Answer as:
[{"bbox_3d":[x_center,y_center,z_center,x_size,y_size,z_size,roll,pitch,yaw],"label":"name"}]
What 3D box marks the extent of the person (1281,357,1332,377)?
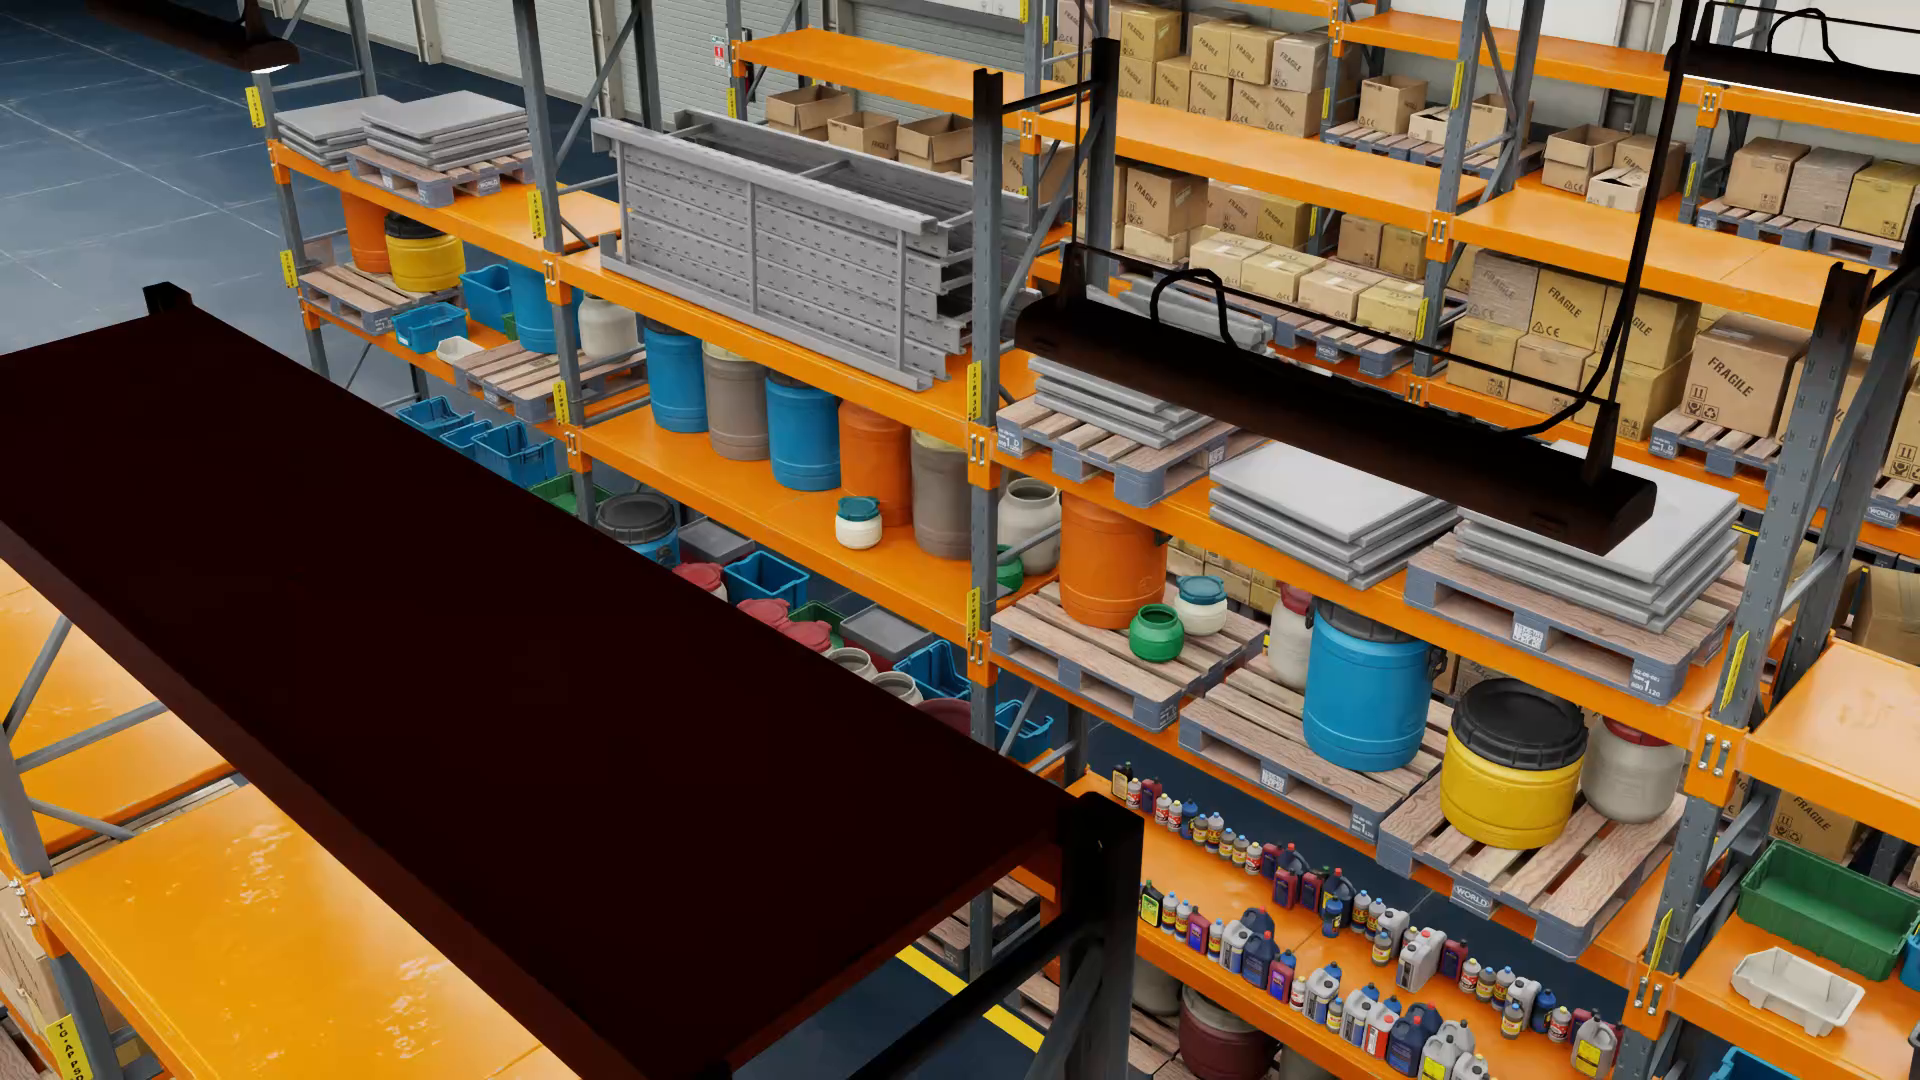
[{"bbox_3d":[3.785,-2.014,17.931,0.902,1.659,0.592,7,30,12],"label":"person"}]
